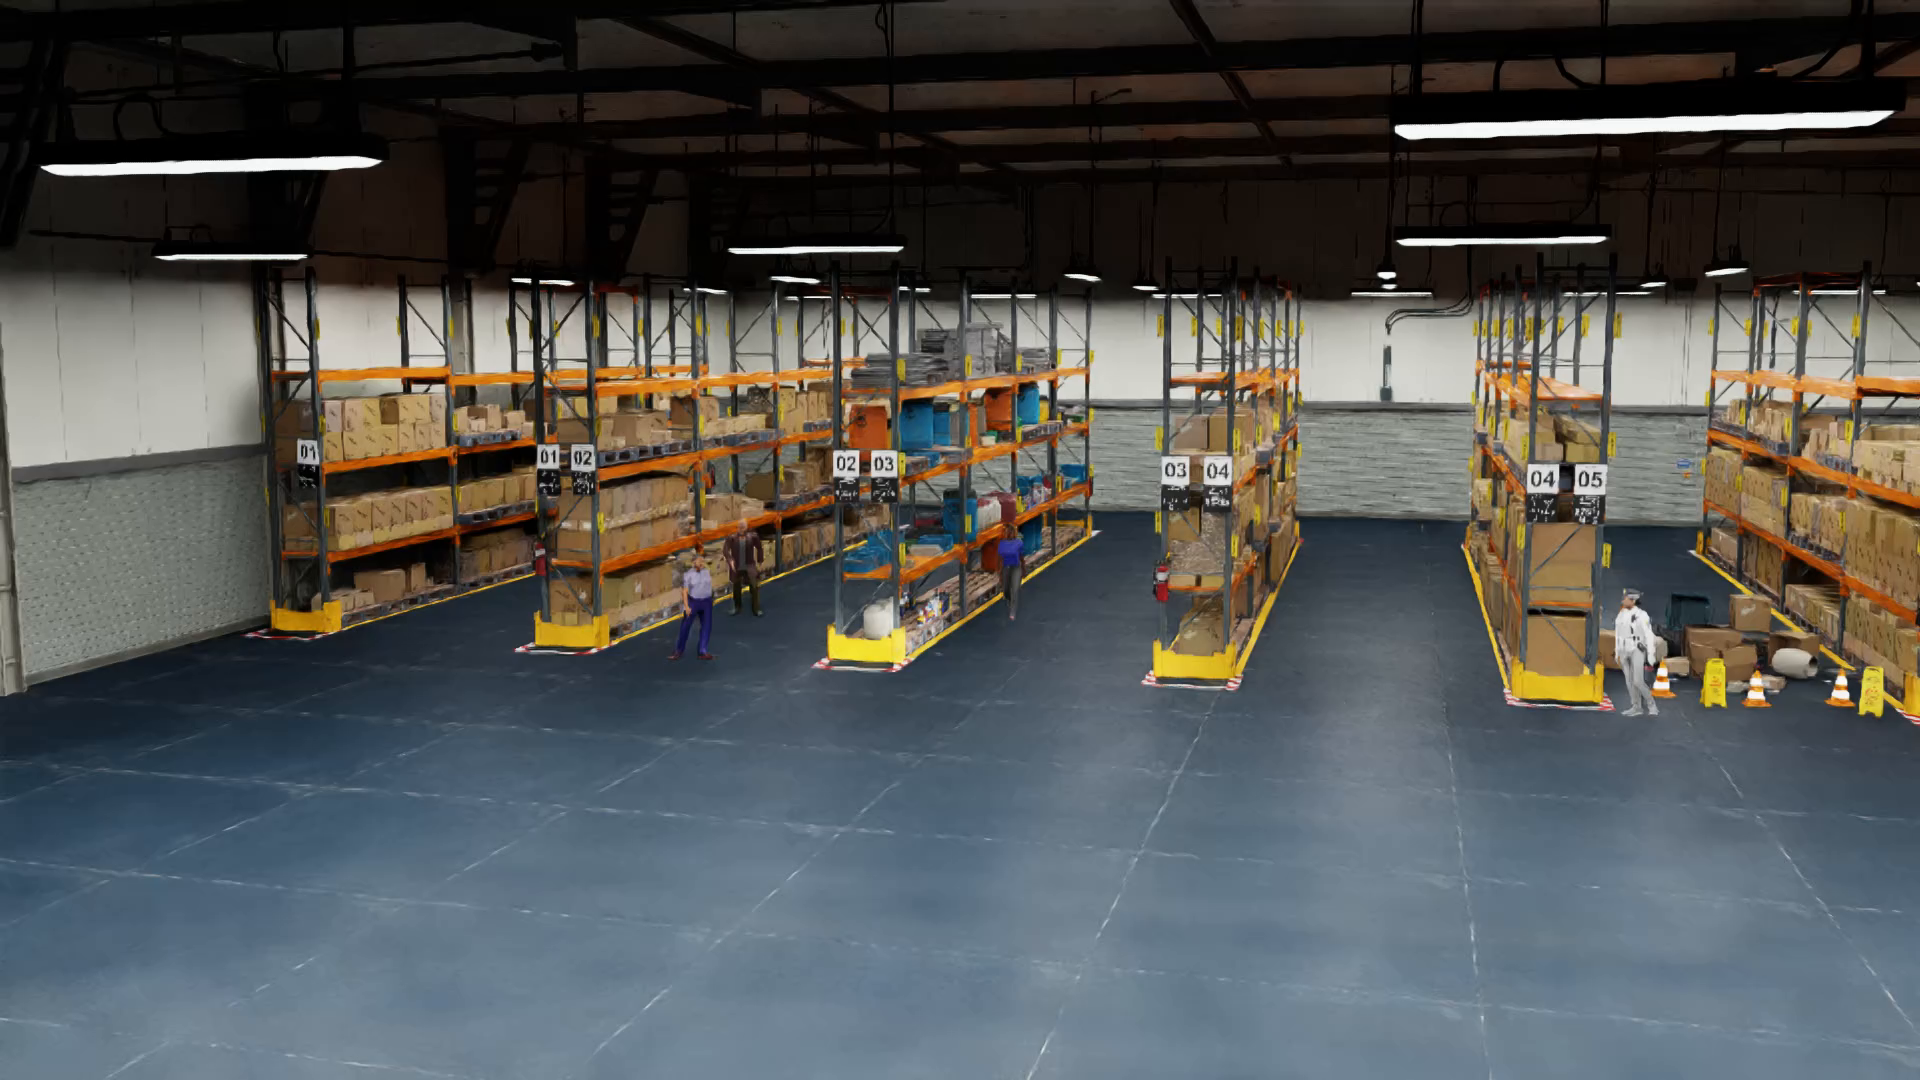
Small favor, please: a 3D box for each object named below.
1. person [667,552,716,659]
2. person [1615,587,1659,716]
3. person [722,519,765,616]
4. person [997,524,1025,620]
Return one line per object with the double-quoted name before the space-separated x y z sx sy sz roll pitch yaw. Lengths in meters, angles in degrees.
"person" -4.093 1.004 25.230 0.679 1.644 0.485 -5 9 -34
"person" 8.771 1.451 21.531 0.451 1.667 0.607 -4 8 -27
"person" -3.768 0.468 29.016 0.734 1.719 0.868 0 7 -4
"person" 0.849 0.561 28.042 0.447 1.478 1.084 2 8 17
